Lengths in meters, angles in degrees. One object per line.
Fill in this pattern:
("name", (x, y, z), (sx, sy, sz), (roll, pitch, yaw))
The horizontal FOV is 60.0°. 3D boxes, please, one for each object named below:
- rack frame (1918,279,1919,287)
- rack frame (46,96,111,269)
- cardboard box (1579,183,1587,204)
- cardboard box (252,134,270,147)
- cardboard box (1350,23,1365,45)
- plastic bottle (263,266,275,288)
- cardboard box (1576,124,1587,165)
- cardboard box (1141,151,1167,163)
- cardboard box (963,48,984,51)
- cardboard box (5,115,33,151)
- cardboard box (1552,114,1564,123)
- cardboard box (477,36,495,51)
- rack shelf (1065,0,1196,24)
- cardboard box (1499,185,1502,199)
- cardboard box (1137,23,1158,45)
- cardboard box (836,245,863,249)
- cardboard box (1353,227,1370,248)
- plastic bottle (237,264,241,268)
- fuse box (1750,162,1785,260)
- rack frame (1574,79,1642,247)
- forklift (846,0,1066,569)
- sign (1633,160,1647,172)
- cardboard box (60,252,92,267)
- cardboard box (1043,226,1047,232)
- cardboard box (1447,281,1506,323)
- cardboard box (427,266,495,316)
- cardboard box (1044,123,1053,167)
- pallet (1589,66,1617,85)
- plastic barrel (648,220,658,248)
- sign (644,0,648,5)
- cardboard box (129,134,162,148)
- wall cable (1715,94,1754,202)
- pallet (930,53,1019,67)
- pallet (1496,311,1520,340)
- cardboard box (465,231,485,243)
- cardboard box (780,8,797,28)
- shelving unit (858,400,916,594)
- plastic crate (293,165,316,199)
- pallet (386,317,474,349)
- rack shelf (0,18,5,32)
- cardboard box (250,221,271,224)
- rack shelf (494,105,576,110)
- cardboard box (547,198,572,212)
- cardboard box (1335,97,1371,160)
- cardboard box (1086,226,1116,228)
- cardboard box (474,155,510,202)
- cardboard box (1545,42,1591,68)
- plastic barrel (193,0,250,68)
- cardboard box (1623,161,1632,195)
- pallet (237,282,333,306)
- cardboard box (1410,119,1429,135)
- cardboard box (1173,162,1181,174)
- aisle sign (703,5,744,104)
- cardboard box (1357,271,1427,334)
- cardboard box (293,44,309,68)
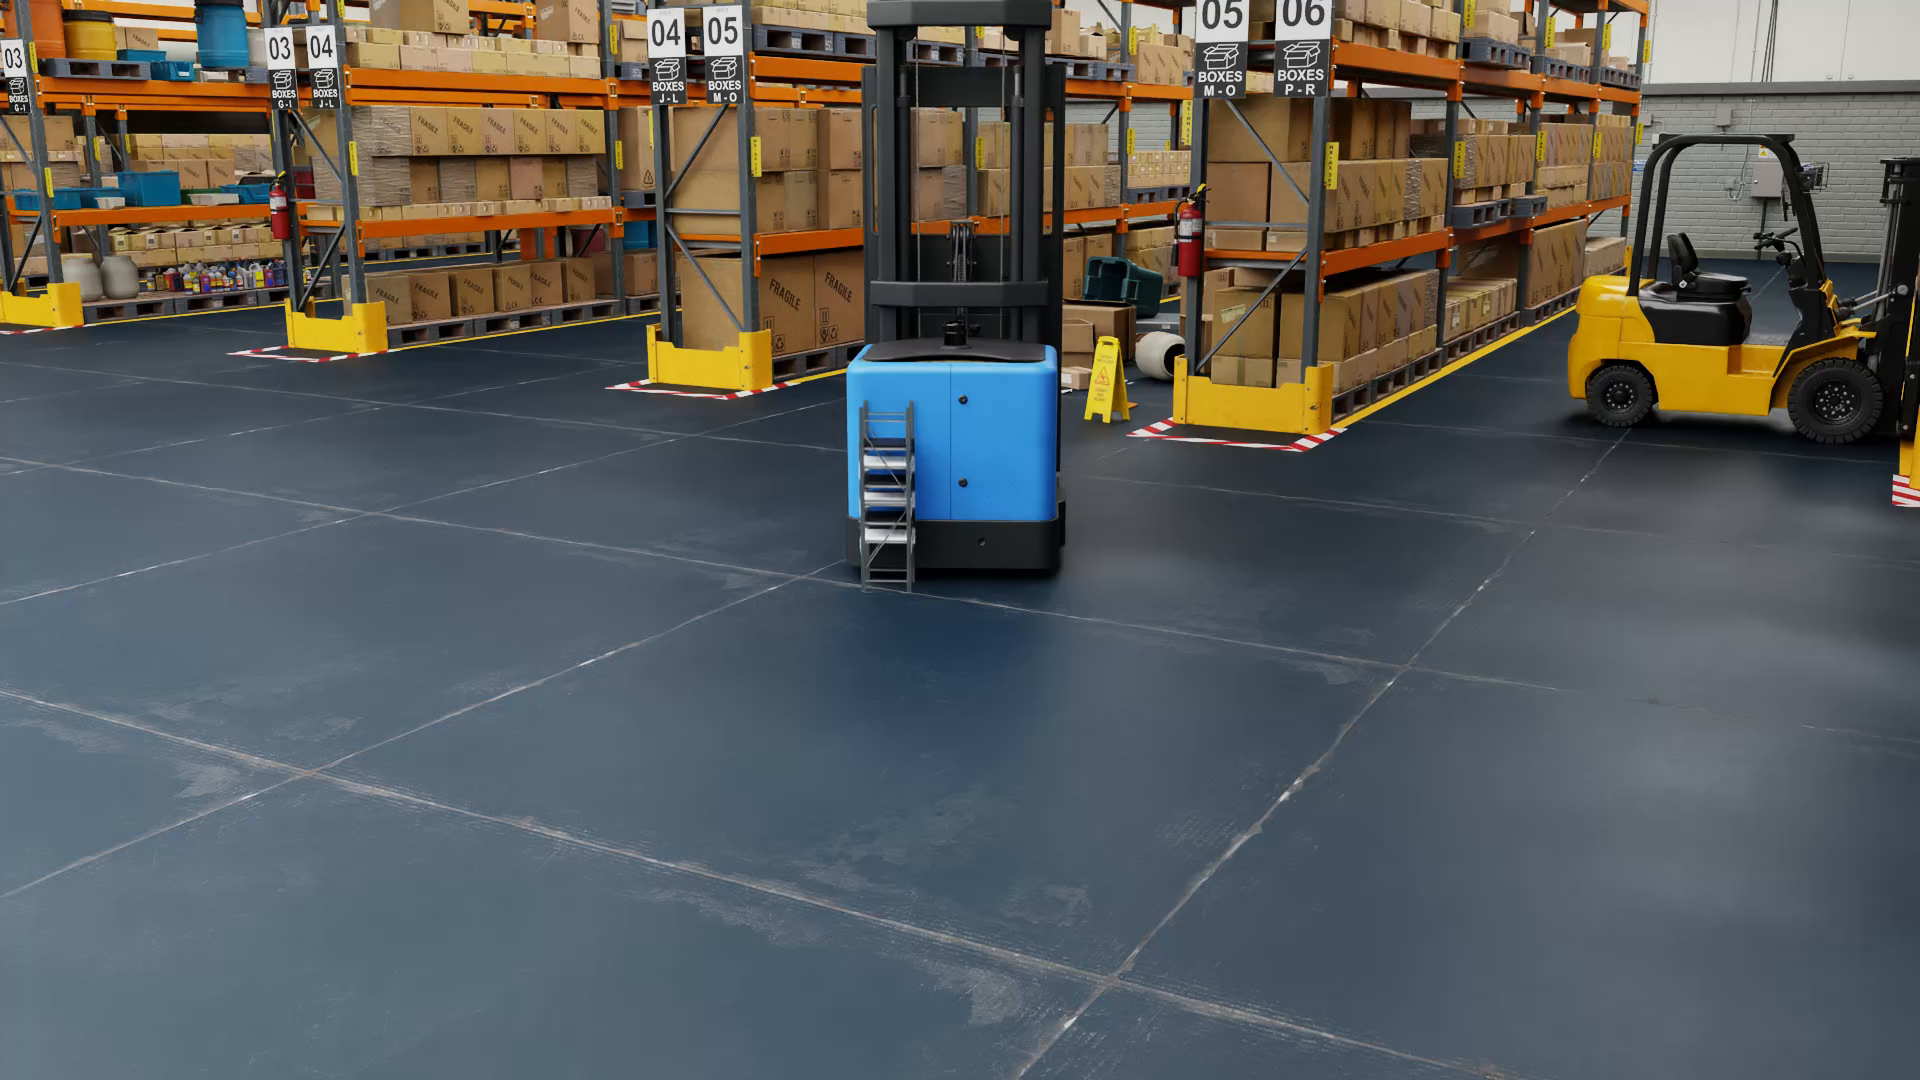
("rack frame", (12.319, -4.212, 20.104), (1.000, 3.000, 0.127), (7, 15, 28))
("rack frame", (-13.240, -5.378, 24.942), (1.000, 3.000, 0.127), (7, 15, 28))
("cardboard box", (7.976, -4.580, 21.951), (0.500, 0.250, 0.500), (7, 15, 27))
("cardboard box", (-13.969, -7.919, 32.990), (0.500, 0.250, 0.500), (8, 16, 29))
("cardboard box", (2.822, -3.793, 12.504), (0.380, 0.149, 0.250), (8, 16, 30))
("plastic bottle", (-9.100, -3.467, 21.873), (0.061, 0.283, 0.133), (9, 16, 32))
("cardboard box", (7.732, -5.081, 21.363), (0.500, 0.500, 0.500), (8, 16, 29))
("cardboard box", (2.557, -5.152, 22.376), (0.380, 0.149, 0.250), (8, 16, 31))
("cardboard box", (-0.076, -5.474, 18.148), (0.500, 0.250, 0.500), (8, 15, 29))
("cardboard box", (-13.693, -5.862, 23.967), (0.700, 0.500, 0.500), (7, 15, 28))
("cardboard box", (8.065, -5.765, 22.814), (0.380, 0.149, 0.250), (8, 16, 29))
("cardboard box", (-5.315, -5.419, 18.178), (0.380, 0.149, 0.250), (7, 15, 26))
("rack shelf", (2.623, -7.276, 22.400), (1.077, 0.370, 4.000), (7, 15, 28))
("cardboard box", (5.406, -3.614, 17.265), (0.380, 0.149, 0.250), (7, 15, 26))
("cardboard box", (2.342, -6.530, 21.471), (0.396, 0.266, 0.258), (7, 15, 28))
("cardboard box", (-1.075, -2.537, 16.795), (0.875, 0.875, 0.875), (8, 15, 28))
("cardboard box", (2.988, -2.381, 13.047), (0.380, 0.149, 0.250), (8, 16, 29))
("plastic bottle", (-9.624, -3.542, 22.207), (0.097, 0.271, 0.097), (0, 14, 0))
("fuse box", (14.380, -5.859, 29.687), (0.539, 1.711, 0.414), (7, 15, 28))
("rack frame", (9.906, -5.594, 25.838), (1.000, 3.000, 0.127), (7, 15, 28))
("forklift", (0.032, -1.571, 9.295), (1.130, 2.935, 3.031), (1, 14, 3))
("sign", (12.599, -6.903, 30.691), (0.327, 0.218, 0.001), (7, 15, 28))
("cardboard box", (-13.273, -4.126, 24.718), (0.500, 0.250, 0.500), (7, 15, 28))
("cardboard box", (0.991, -5.748, 30.113), (0.875, 0.875, 0.875), (7, 15, 28))
("cardboard box", (5.407, -2.613, 18.181), (0.950, 0.372, 0.625), (7, 15, 27))
("cardboard box", (-5.609, -2.802, 18.695), (0.500, 0.500, 0.500), (9, 16, 33))
("cardboard box", (0.694, -4.622, 19.460), (0.700, 0.500, 0.500), (7, 15, 27))
("pallet", (8.377, -6.355, 22.784), (1.003, 0.211, 1.213), (7, 15, 28))
("plastic barrel", (-5.317, -5.532, 29.161), (0.600, 0.901, 0.708), (7, 15, 28))
("sign", (-2.679, -4.766, 14.283), (0.100, 0.325, 0.005), (7, 15, 28))
("cardboard box", (-15.186, -7.397, 30.824), (0.500, 0.250, 0.500), (8, 16, 29))
("wall cable", (13.858, -7.089, 29.872), (0.588, 1.984, 0.122), (7, 15, 28))
("pallet", (0.123, -5.231, 18.340), (0.805, 0.209, 1.217), (7, 15, 26))
("pallet", (5.659, -2.437, 18.692), (1.003, 0.211, 1.213), (7, 15, 28))
("cardboard box", (-9.361, -5.885, 31.437), (0.500, 0.500, 0.500), (7, 15, 28))
("cardboard box", (-1.642, -4.527, 14.437), (0.380, 0.149, 0.250), (8, 15, 29))
("shelving unit", (-0.347, -0.206, 7.966), (0.258, 0.900, 0.210), (1, 14, 3))
("plastic crate", (-8.940, -4.981, 23.159), (0.402, 0.464, 0.583), (7, 15, 28))
("pallet", (-6.044, -2.257, 17.945), (1.003, 0.211, 1.213), (7, 15, 28))
("rack shelf", (-16.612, -8.721, 28.397), (1.077, 0.370, 4.000), (7, 15, 28))
("cardboard box", (-11.817, -5.265, 28.246), (0.500, 0.311, 0.500), (8, 16, 30))
("rack shelf", (-8.406, -8.538, 33.185), (1.077, 0.370, 4.000), (7, 15, 28))
("cardboard box", (-4.743, -3.897, 19.334), (0.380, 0.149, 0.250), (7, 15, 28))
("cardboard box", (2.997, -3.426, 13.864), (0.700, 0.500, 0.500), (7, 15, 28))
("cardboard box", (1.992, -4.121, 22.566), (0.500, 0.250, 0.500), (8, 16, 29))
("cardboard box", (-5.546, -4.052, 18.595), (0.875, 0.500, 0.500), (7, 15, 28))
("cardboard box", (7.730, -6.188, 21.195), (0.500, 0.311, 0.500), (7, 15, 28))
("plastic barrel", (-9.481, -6.530, 21.355), (0.600, 0.901, 0.708), (7, 15, 28))
("cardboard box", (9.904, -5.514, 25.291), (0.500, 0.500, 0.500), (7, 15, 28))
("pallet", (-9.267, -3.328, 22.386), (1.003, 0.211, 1.213), (7, 15, 28))
("cardboard box", (4.452, -4.108, 16.546), (0.380, 0.149, 0.250), (7, 15, 26))
("cardboard box", (2.814, -5.116, 22.861), (0.380, 0.149, 0.250), (8, 16, 30))
("aisle sign", (-1.983, -4.067, 13.956), (0.394, 0.787, 0.004), (7, 15, 28))
("cardboard box", (3.809, -2.108, 14.748), (0.500, 0.500, 0.500), (8, 16, 29))
("cardboard box", (-6.493, -4.947, 17.075), (0.500, 0.250, 0.500), (8, 16, 29))
